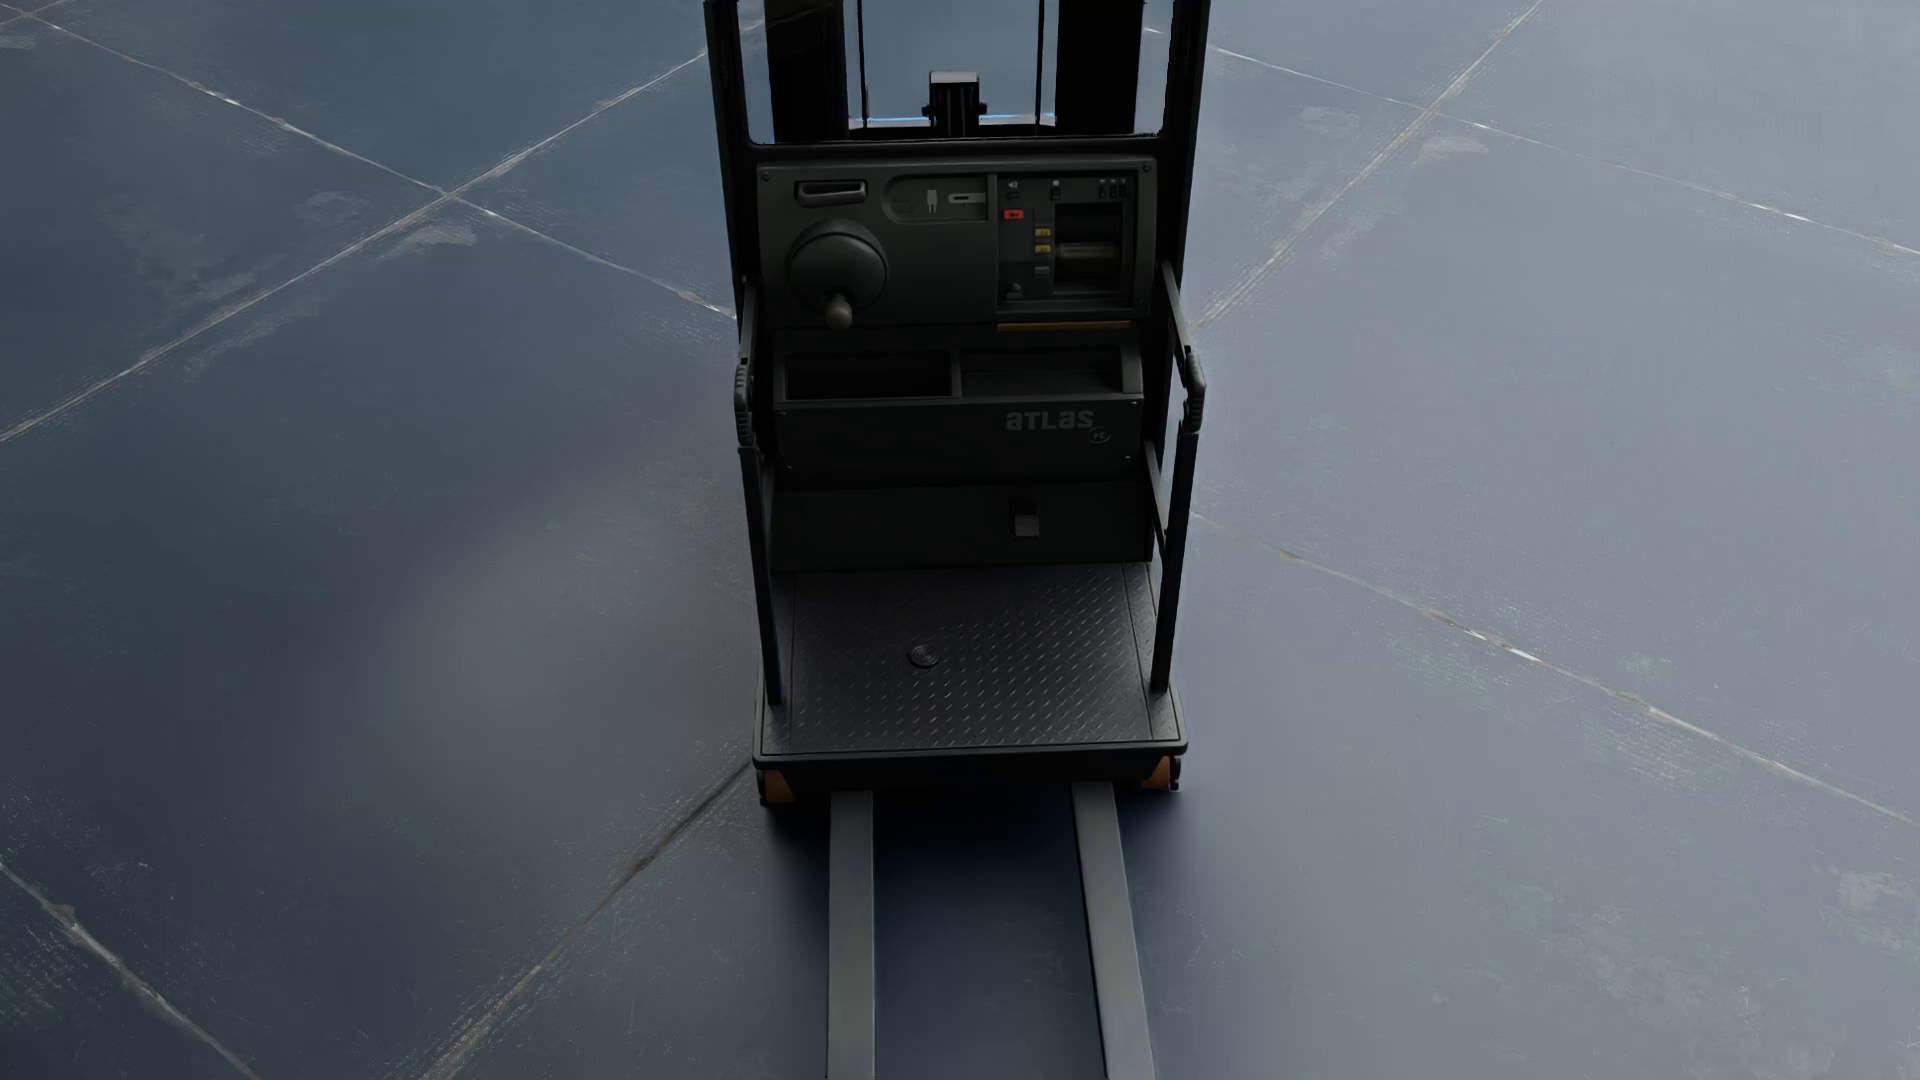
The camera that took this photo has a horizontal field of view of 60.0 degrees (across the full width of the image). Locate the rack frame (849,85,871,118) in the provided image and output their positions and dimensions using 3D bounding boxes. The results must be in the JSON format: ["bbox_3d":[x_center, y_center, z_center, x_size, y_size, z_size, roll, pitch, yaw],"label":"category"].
[{"bbox_3d":[-0.316,-0.992,5.571,0.008,1.050,0.200,10,43,11],"label":"rack frame"}]

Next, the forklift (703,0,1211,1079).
[{"bbox_3d":[0.007,-0.613,3.738,1.130,2.935,3.031,-2,42,-2],"label":"forklift"}]

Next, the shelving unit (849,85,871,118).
[{"bbox_3d":[-0.435,-1.012,5.594,0.252,1.050,0.215,10,43,11],"label":"shelving unit"}]
